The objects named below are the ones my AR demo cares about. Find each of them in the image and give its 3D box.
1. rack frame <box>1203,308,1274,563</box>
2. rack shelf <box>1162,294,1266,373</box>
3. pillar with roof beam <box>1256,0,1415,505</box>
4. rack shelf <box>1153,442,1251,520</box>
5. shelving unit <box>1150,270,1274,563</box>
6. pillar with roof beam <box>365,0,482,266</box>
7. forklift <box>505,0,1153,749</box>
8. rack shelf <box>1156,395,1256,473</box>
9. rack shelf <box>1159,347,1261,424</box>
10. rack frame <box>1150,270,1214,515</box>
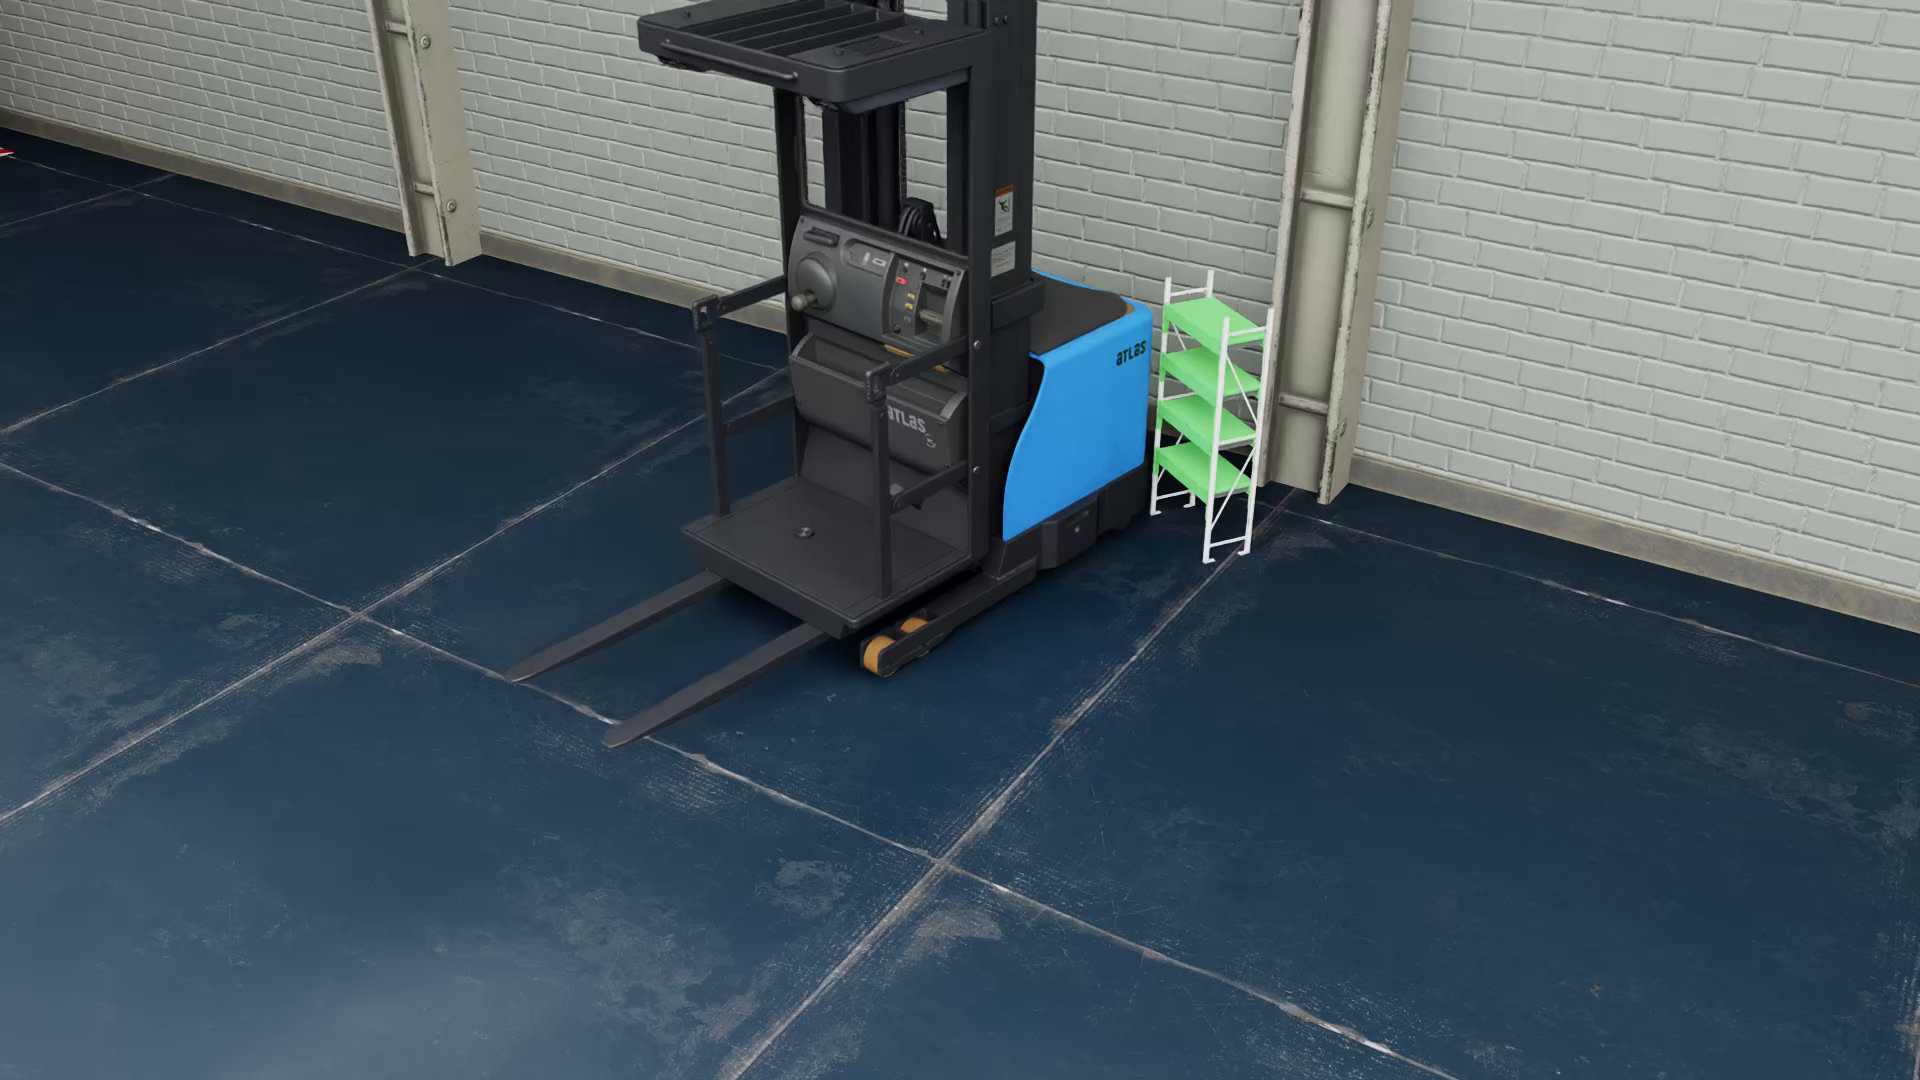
[{"bbox_3d":[1.218,-0.439,7.312,0.240,1.200,0.015,-13,33,-20],"label":"rack frame"},{"bbox_3d":[1.120,-0.911,7.295,0.258,0.148,0.480,-13,33,-20],"label":"rack shelf"},{"bbox_3d":[-0.598,-2.337,2.826,0.400,9.000,9.100,18,35,27],"label":"pillar with roof beam"},{"bbox_3d":[1.120,-0.289,7.658,0.258,0.148,0.480,-13,33,-20],"label":"rack shelf"},{"bbox_3d":[1.120,-0.552,7.505,0.258,1.200,0.503,-13,33,-20],"label":"shelving unit"},{"bbox_3d":[-5.679,-3.944,5.581,0.400,9.000,9.100,18,35,27],"label":"pillar with roof beam"},{"bbox_3d":[-0.488,-0.996,6.549,1.130,2.935,3.031,25,38,36],"label":"forklift"},{"bbox_3d":[1.120,-0.496,7.537,0.258,0.148,0.480,-13,33,-20],"label":"rack shelf"},{"bbox_3d":[1.120,-0.704,7.416,0.258,0.148,0.480,-13,33,-20],"label":"rack shelf"},{"bbox_3d":[1.022,-0.664,7.698,0.240,1.200,0.015,-13,33,-20],"label":"rack frame"}]
